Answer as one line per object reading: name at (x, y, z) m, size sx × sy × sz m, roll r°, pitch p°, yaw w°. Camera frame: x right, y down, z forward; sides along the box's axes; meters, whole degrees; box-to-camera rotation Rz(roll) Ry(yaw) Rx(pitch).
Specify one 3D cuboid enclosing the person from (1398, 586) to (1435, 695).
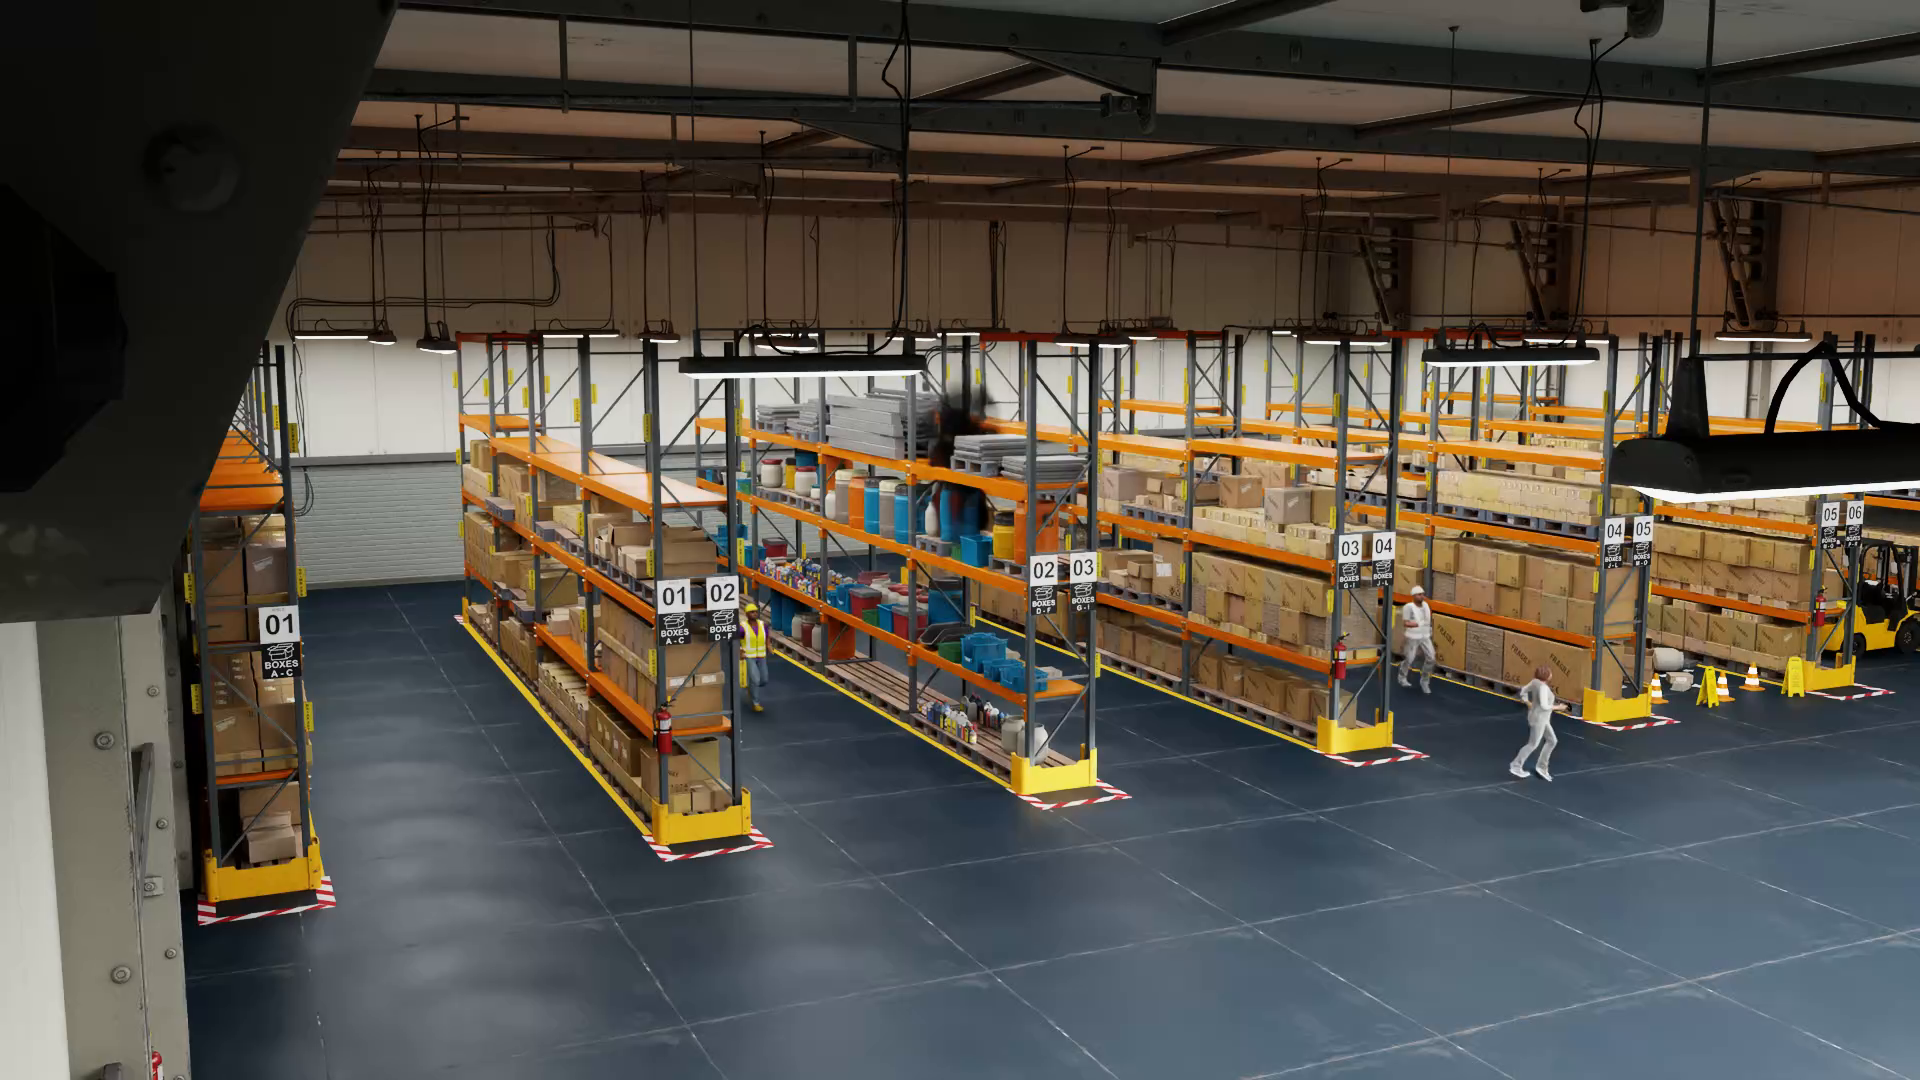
person at (7.714, 1.684, 28.002) m, size 0.658 × 1.838 × 0.761 m, roll -3°, pitch 8°, yaw -21°

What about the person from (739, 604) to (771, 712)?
person at (-3.350, 1.879, 26.776) m, size 0.686 × 1.719 × 0.694 m, roll -5°, pitch 9°, yaw -35°

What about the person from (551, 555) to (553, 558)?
person at (-8.927, 0.729, 35.623) m, size 0.711 × 1.627 × 0.569 m, roll 3°, pitch 8°, yaw 22°

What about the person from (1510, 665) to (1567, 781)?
person at (7.881, 2.502, 22.640) m, size 0.702 × 1.629 × 0.524 m, roll 2°, pitch 8°, yaw 14°
